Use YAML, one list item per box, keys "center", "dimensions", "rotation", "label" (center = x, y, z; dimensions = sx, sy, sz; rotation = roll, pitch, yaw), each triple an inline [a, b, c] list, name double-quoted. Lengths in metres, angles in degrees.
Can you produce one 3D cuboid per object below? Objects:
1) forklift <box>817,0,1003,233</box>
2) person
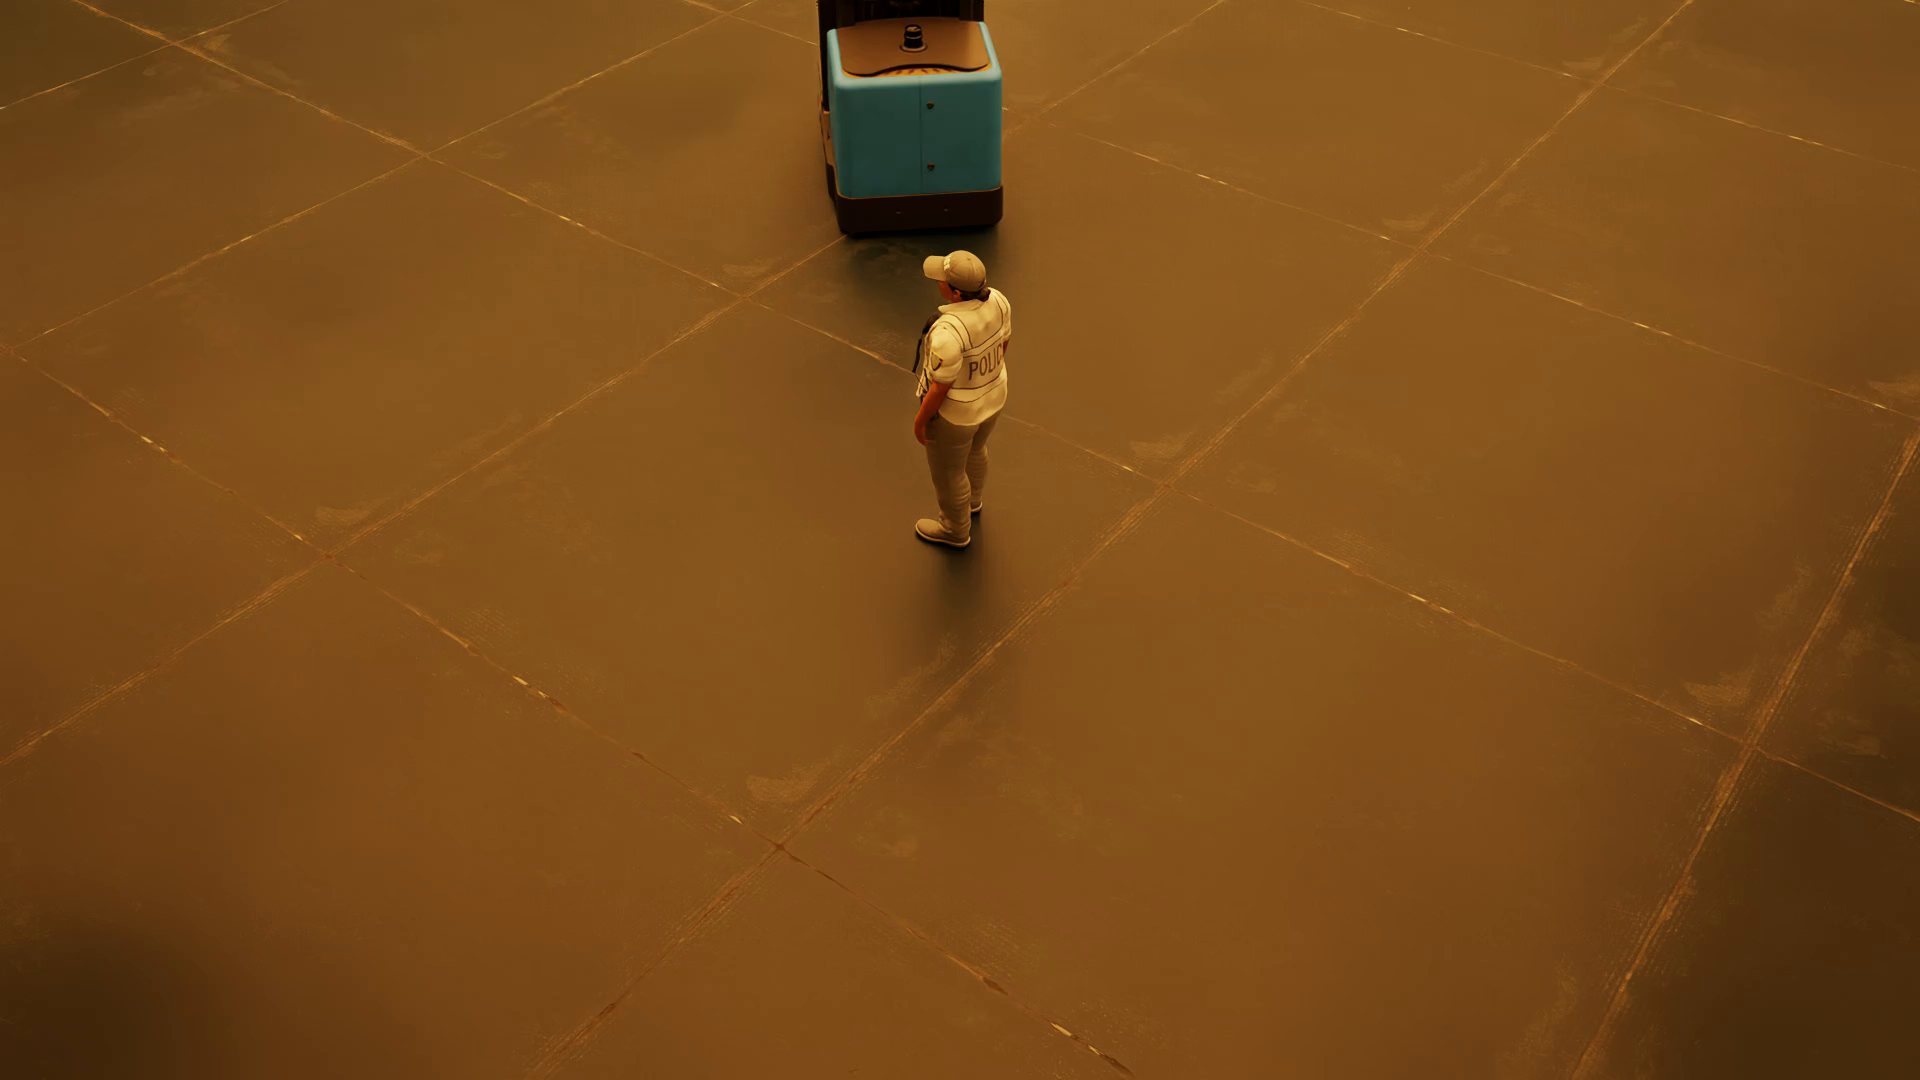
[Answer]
- center: [-0.417, -4.009, 10.776]
  dimensions: [1.130, 2.935, 3.031]
  rotation: [-4, 41, -5]
  label: "forklift"
- center: [-0.047, -0.682, 7.837]
  dimensions: [0.529, 1.670, 0.598]
  rotation: [26, 47, 28]
  label: "person"
